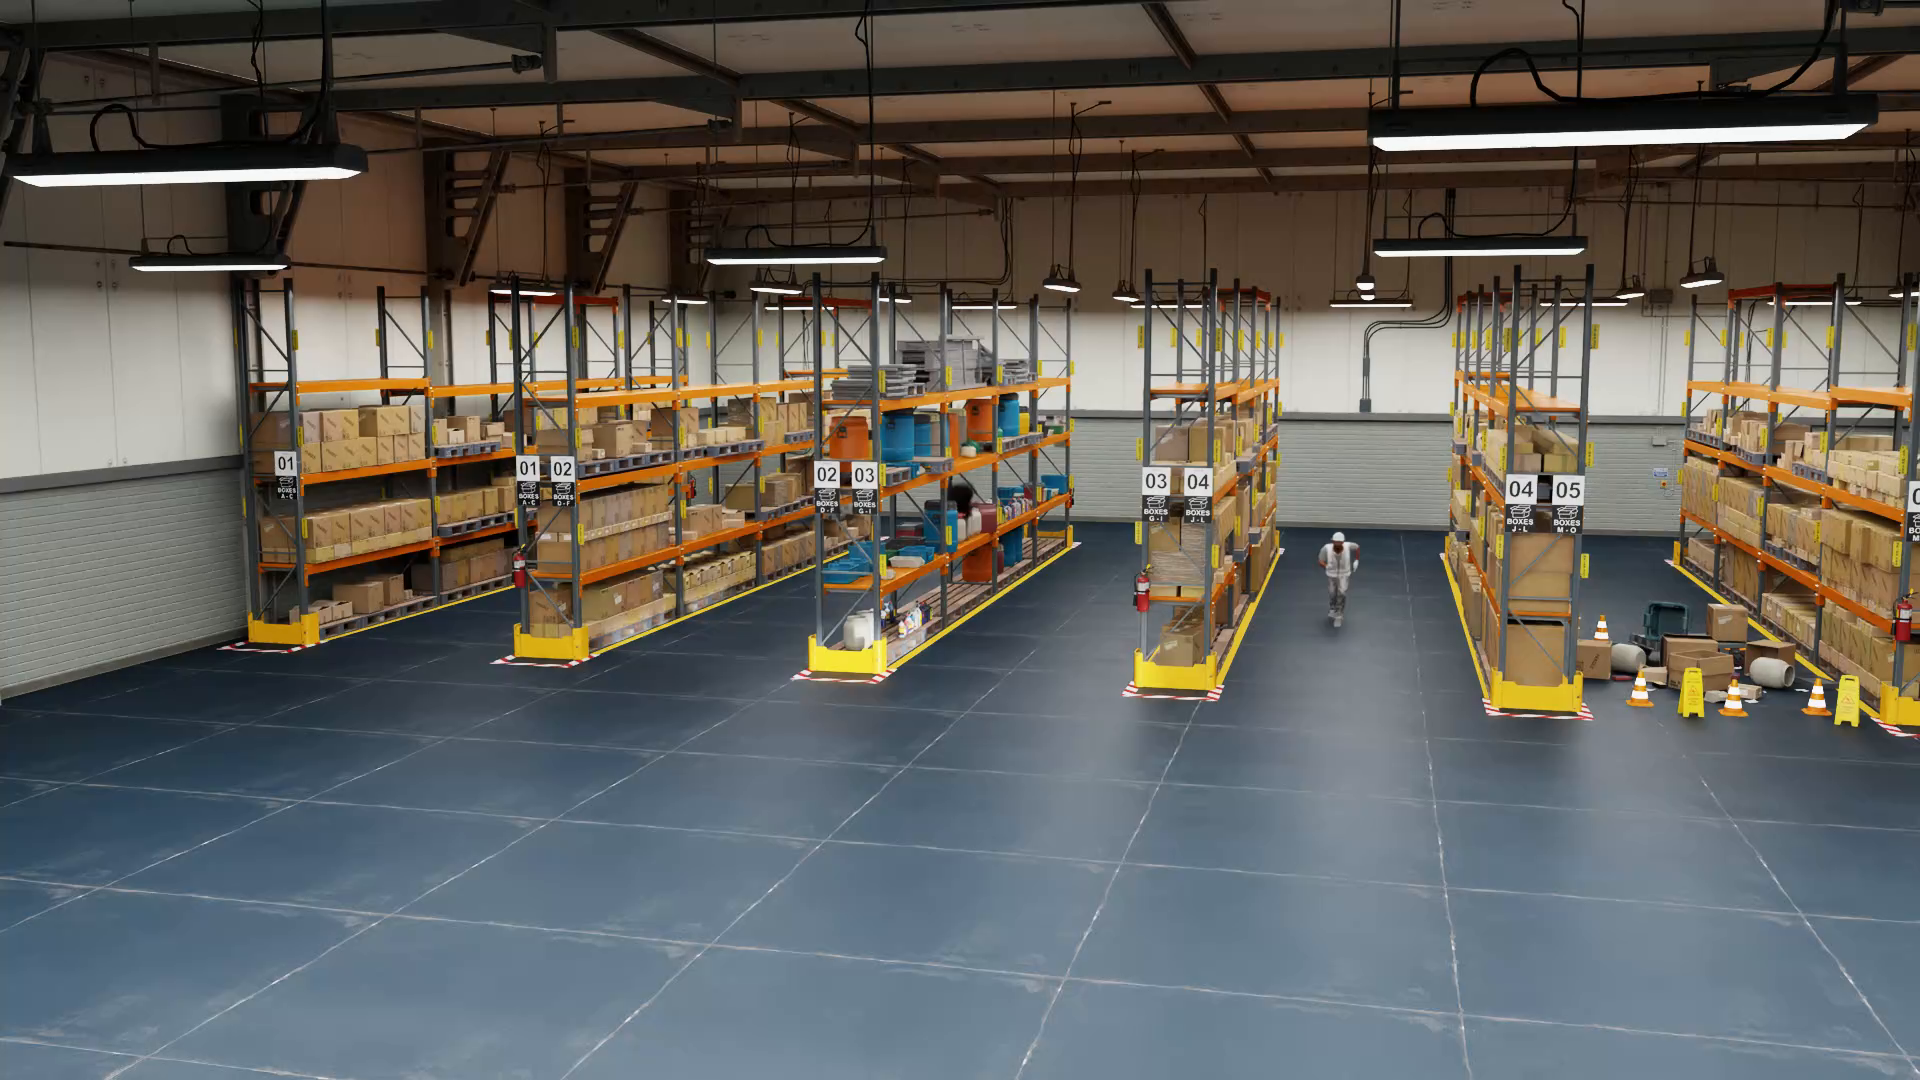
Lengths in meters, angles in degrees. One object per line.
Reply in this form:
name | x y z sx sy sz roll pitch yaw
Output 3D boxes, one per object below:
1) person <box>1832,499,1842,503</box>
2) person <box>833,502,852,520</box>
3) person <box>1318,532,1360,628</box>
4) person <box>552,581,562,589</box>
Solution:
person | 18.267 -0.026 34.674 0.634 1.753 0.907 -1 7 -9
person | -2.921 -1.017 42.969 0.932 1.796 0.672 2 7 18
person | 6.671 0.684 29.354 0.729 1.726 1.033 1 7 11
person | -7.168 0.563 30.055 0.651 1.669 0.671 0 7 1
